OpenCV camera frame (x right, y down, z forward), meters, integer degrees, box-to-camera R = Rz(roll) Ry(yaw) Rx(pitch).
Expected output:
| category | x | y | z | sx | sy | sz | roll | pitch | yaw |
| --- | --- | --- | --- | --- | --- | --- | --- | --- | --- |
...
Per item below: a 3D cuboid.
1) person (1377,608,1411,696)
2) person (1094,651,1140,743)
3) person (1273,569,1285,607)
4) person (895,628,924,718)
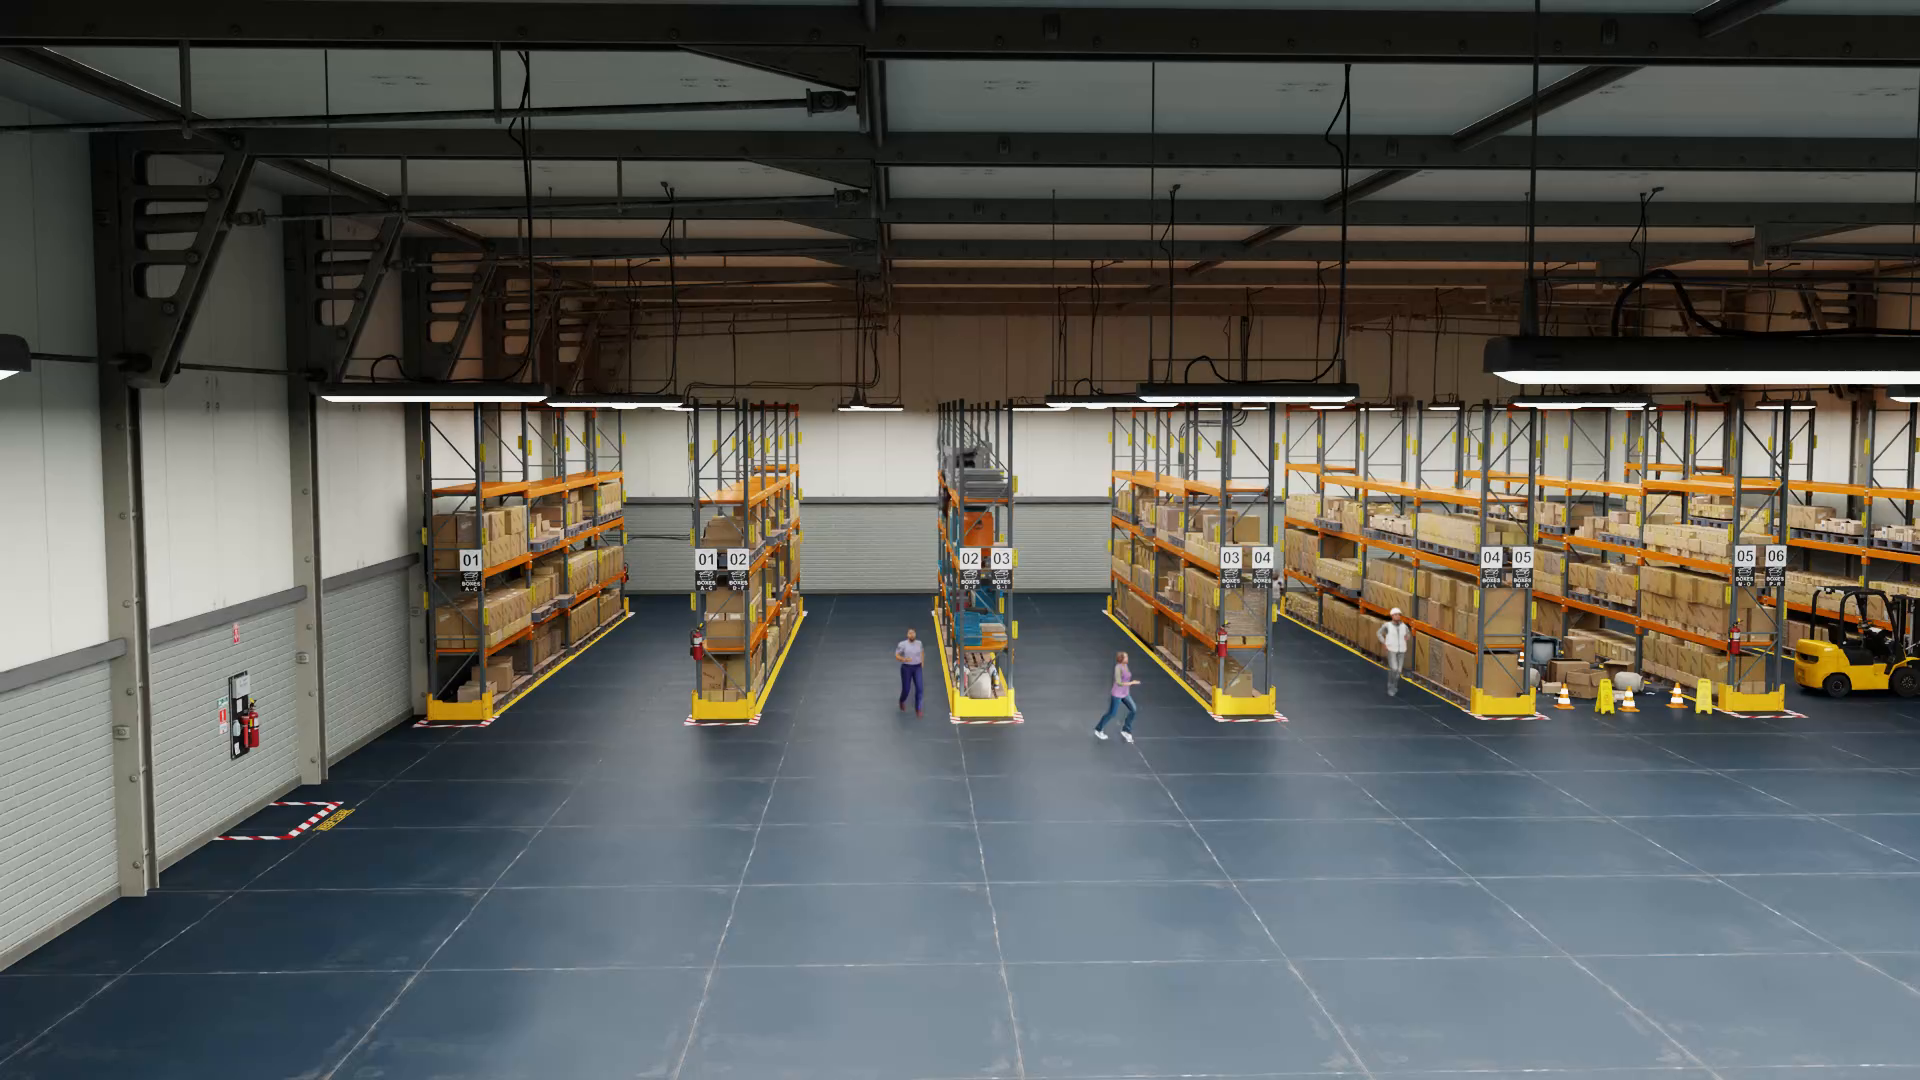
| category | x | y | z | sx | sy | sz | roll | pitch | yaw |
| --- | --- | --- | --- | --- | --- | --- | --- | --- | --- |
| person | 8.865 | 2.281 | 33.822 | 0.638 | 1.803 | 0.688 | -1 | 4 | -8 |
| person | 2.770 | 2.727 | 28.955 | 0.830 | 1.619 | 0.546 | 3 | 5 | 31 |
| person | 8.311 | 1.545 | 44.158 | 0.564 | 1.607 | 0.848 | -1 | 4 | -14 |
| person | -0.942 | 2.510 | 31.649 | 0.612 | 1.683 | 0.783 | -1 | 4 | -15 |
